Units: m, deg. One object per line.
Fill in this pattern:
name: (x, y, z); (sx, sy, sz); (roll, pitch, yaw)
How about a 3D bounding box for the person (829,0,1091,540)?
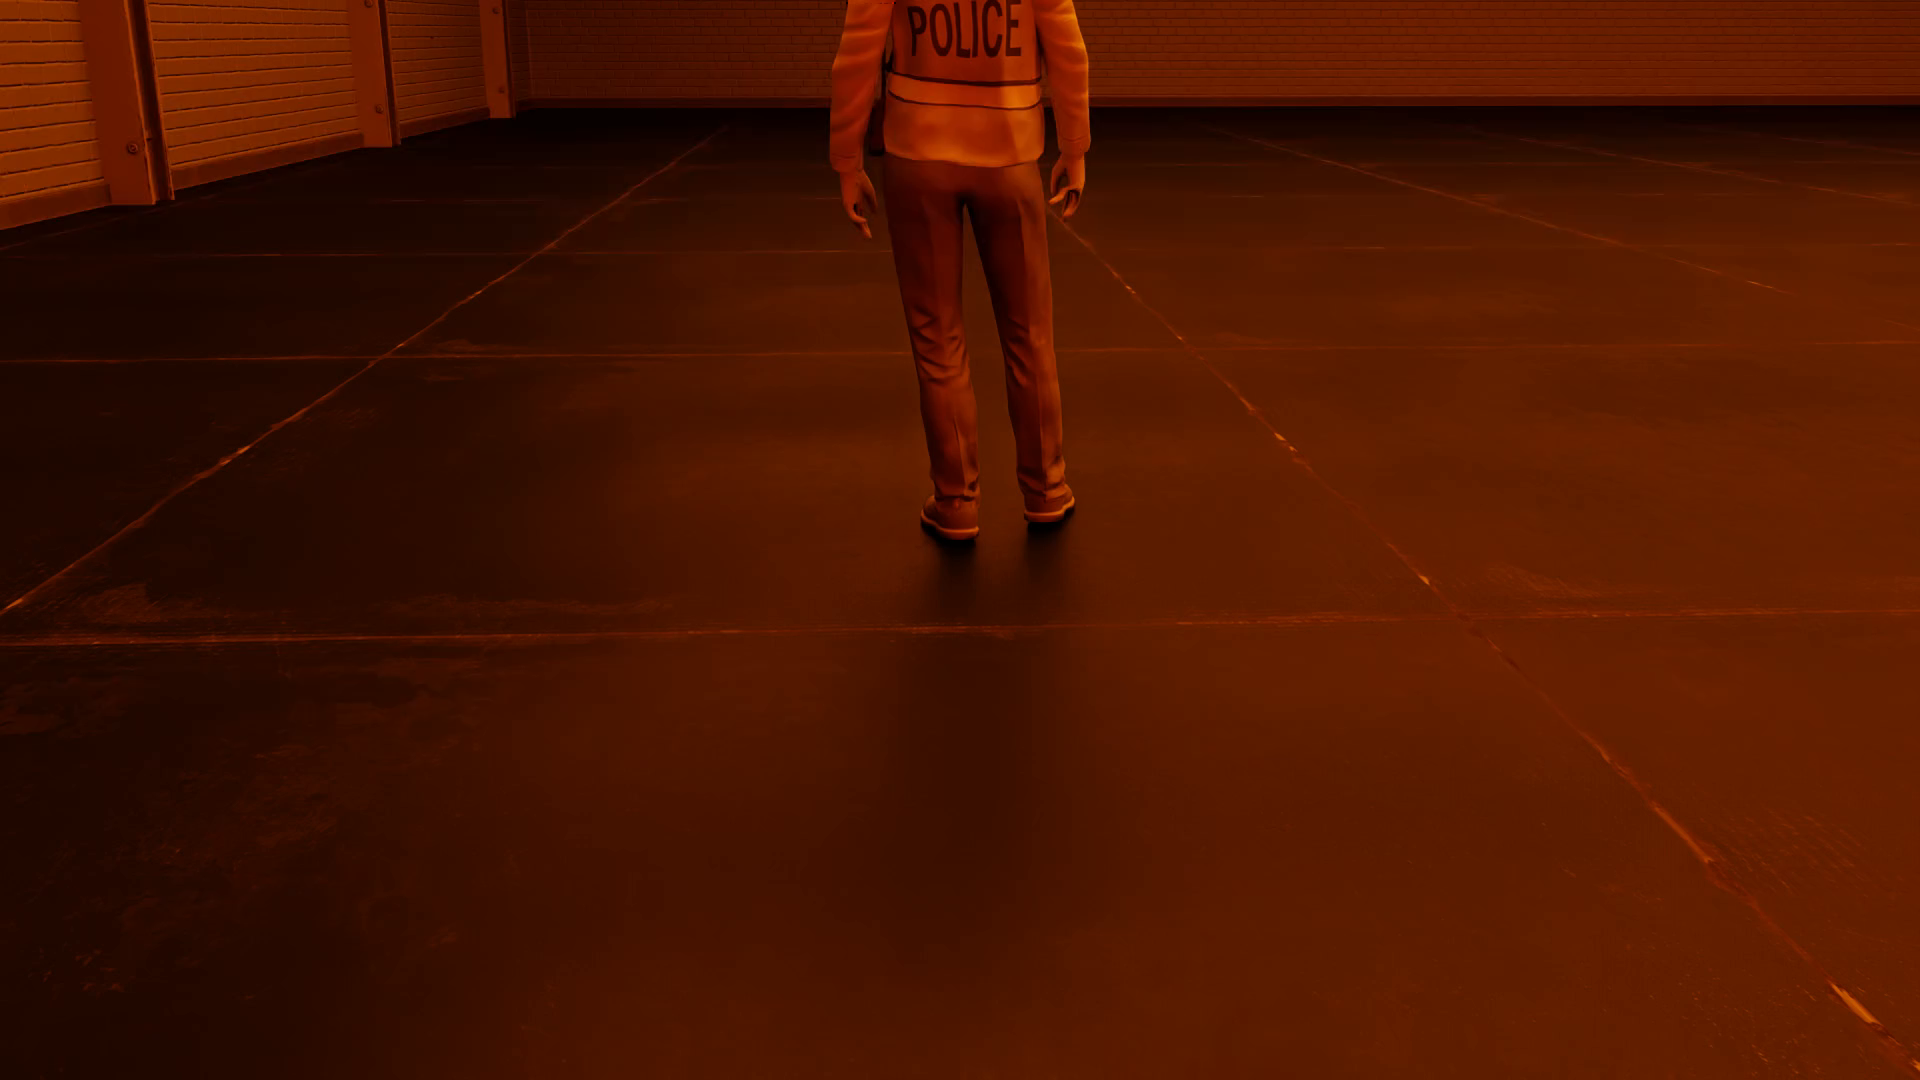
person: (0.003, -0.837, 3.732); (0.587, 1.696, 0.534); (-1, 17, -3)
